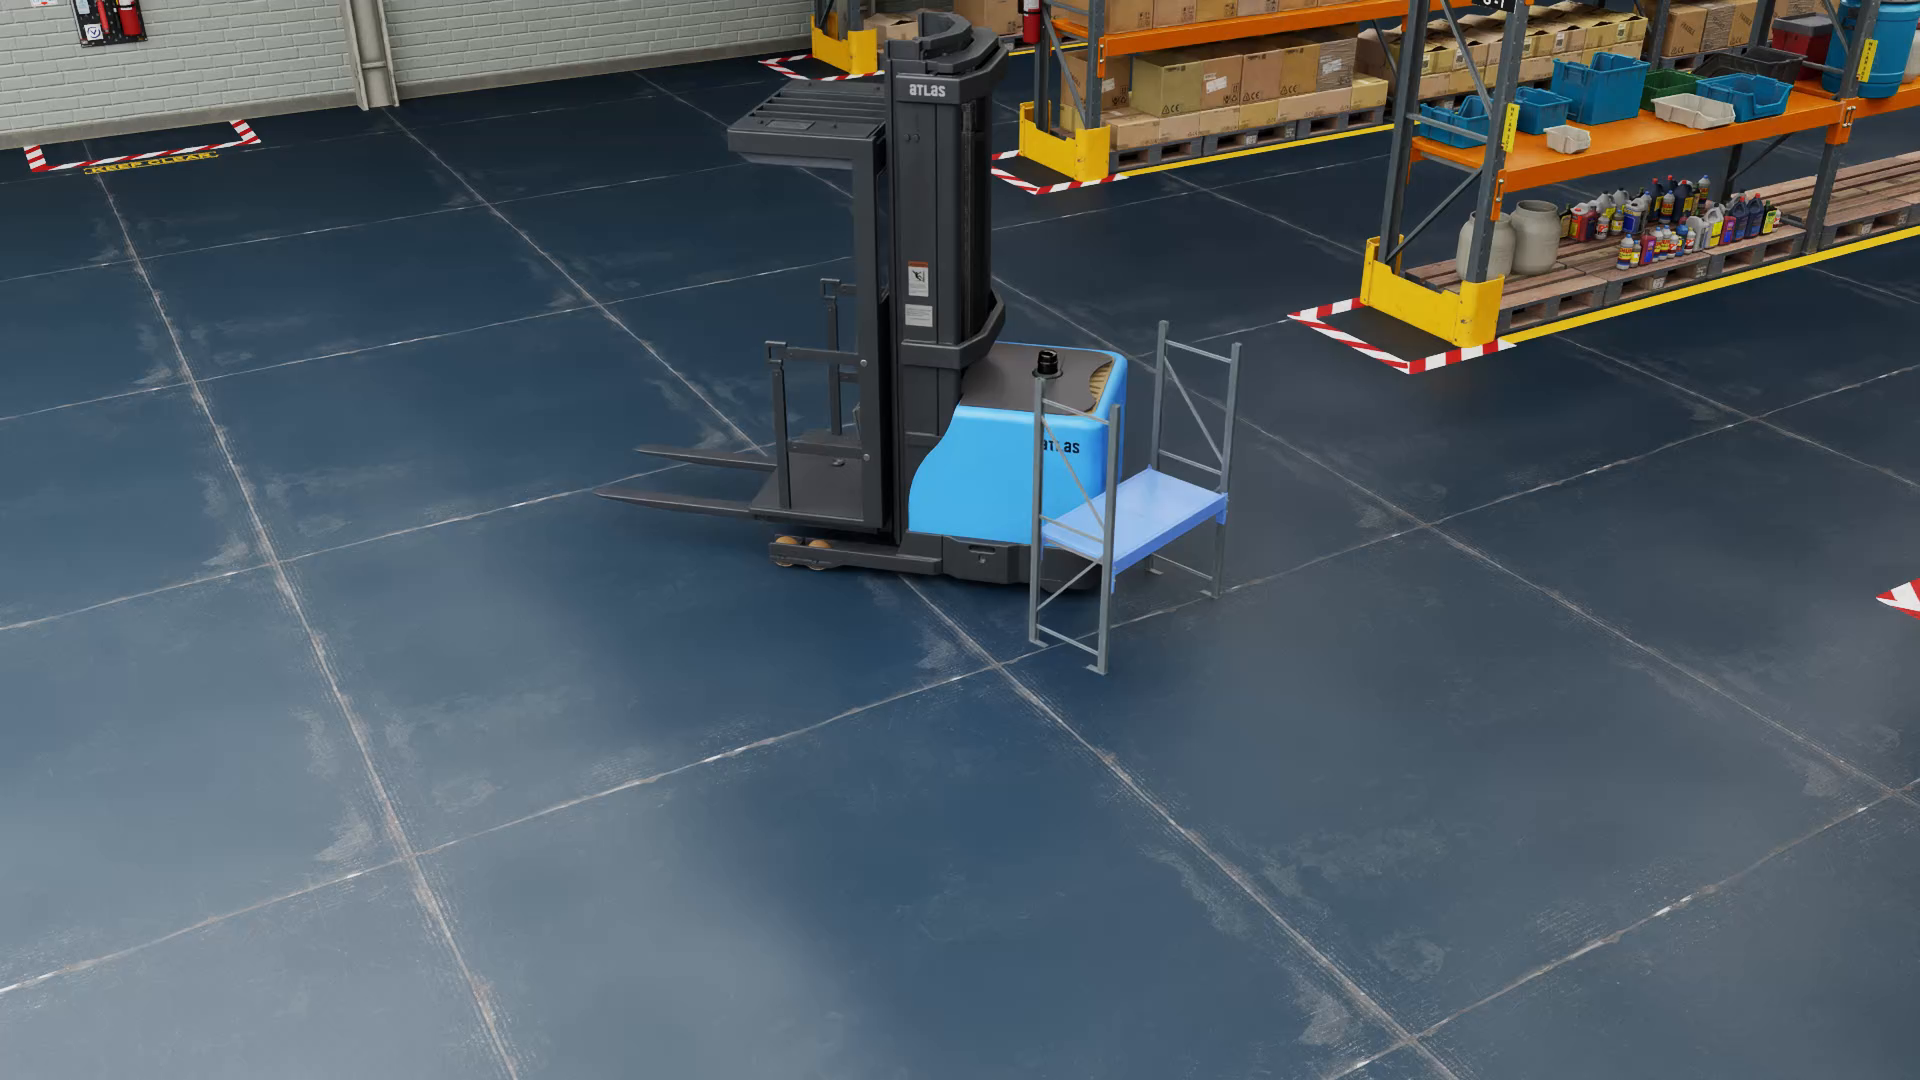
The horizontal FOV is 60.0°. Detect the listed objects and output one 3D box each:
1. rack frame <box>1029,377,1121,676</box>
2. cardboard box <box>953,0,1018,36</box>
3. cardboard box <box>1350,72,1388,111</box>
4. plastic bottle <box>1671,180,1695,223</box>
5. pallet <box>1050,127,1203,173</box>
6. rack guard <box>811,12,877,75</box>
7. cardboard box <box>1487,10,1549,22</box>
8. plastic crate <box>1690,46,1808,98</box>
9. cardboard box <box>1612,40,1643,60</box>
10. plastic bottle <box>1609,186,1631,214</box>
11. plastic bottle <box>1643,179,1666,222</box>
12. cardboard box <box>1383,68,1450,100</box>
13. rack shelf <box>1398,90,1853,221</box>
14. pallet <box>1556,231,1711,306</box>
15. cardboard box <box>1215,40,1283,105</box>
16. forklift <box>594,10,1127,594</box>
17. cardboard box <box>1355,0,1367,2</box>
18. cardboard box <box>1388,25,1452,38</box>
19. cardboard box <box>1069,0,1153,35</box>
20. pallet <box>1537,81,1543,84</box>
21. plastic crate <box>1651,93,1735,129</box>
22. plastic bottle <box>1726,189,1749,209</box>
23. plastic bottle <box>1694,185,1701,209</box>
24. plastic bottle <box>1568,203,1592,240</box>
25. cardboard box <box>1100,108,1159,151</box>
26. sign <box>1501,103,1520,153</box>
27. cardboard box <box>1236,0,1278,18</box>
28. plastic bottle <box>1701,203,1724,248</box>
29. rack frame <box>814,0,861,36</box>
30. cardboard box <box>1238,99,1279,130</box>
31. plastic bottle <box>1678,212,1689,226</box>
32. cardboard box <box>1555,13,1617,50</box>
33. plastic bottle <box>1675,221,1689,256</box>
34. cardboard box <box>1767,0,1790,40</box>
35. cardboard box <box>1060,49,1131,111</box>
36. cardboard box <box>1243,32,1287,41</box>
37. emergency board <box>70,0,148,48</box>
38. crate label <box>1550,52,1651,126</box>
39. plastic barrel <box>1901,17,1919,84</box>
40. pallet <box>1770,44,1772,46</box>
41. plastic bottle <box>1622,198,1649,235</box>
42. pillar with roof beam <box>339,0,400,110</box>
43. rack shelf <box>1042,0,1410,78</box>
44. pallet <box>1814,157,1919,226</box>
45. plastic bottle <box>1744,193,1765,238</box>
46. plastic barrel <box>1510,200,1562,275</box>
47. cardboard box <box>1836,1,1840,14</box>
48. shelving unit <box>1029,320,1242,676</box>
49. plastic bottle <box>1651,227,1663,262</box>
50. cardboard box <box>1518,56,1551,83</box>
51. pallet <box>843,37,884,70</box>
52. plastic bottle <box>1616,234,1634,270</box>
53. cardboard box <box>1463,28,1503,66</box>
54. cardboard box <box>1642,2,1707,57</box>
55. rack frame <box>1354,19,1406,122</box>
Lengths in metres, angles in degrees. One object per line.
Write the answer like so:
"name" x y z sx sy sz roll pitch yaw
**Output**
"rack frame" 0.559 -0.049 8.286 0.500 1.500 0.032 24 37 36
"cardboard box" 0.317 -6.627 20.786 0.500 0.500 0.700 -18 34 -29
"cardboard box" 4.198 -4.791 17.737 0.500 0.250 0.500 -16 33 -26
"plastic bottle" 6.160 -2.899 14.184 0.185 0.351 0.144 -16 33 -26
"pallet" 1.677 -4.020 16.815 1.213 0.211 1.003 -16 33 -26
"rack guard" -1.409 -6.023 20.146 0.348 0.500 1.175 -16 33 -26
"cardboard box" 6.446 -5.958 19.272 0.500 0.311 0.500 -17 33 -28
"plastic crate" 6.478 -3.848 13.683 0.504 0.338 0.767 -16 33 -26
"cardboard box" 7.606 -5.744 19.465 0.500 0.250 0.500 -15 32 -25
"plastic bottle" 5.558 -2.809 14.021 0.185 0.351 0.144 -16 33 -27
"plastic bottle" 5.925 -2.913 14.210 0.185 0.351 0.144 -17 33 -28
"cardboard box" 4.960 -4.991 18.100 0.500 0.250 0.500 -17 33 -27
"rack shelf" 5.269 -3.146 13.091 4.000 0.370 1.077 -16 33 -26
"pallet" 5.340 -2.282 13.667 1.213 0.211 1.003 -16 33 -26
"cardboard box" 2.908 -4.749 16.886 0.500 0.500 0.500 -16 33 -26
"forklift" -0.608 -1.352 9.166 3.031 2.935 1.130 6 30 11
"cardboard box" 4.108 -5.948 17.319 0.500 0.500 0.700 -17 33 -28
"cardboard box" 5.137 -5.589 18.604 0.500 0.311 0.500 -15 32 -25
"cardboard box" 1.448 -5.189 15.944 0.500 0.500 0.700 -16 33 -26
"pallet" 7.206 -5.588 19.657 1.213 0.211 1.003 -16 33 -26
"plastic crate" 5.722 -3.332 12.957 0.437 0.136 0.530 -16 33 -26
"plastic bottle" 6.511 -2.766 13.944 0.185 0.351 0.144 -16 33 -26
"plastic bottle" 6.409 -2.998 14.519 0.097 0.201 0.097 0 29 0
"plastic bottle" 5.137 -2.654 13.818 0.135 0.276 0.152 -16 33 -26
"cardboard box" 1.614 -4.055 16.404 0.500 0.250 0.500 -16 33 -26
"sign" 3.820 -2.863 11.546 0.005 0.325 0.100 -16 33 -26
"cardboard box" 2.781 -5.569 16.633 0.500 0.500 0.700 -15 32 -25
"plastic bottle" 6.140 -2.580 13.606 0.185 0.351 0.144 -16 33 -27
"rack frame" -1.474 -7.099 19.508 0.127 3.000 1.000 -16 33 -26
"cardboard box" 2.908 -4.421 17.068 0.500 0.250 0.500 -16 33 -26
"plastic bottle" 5.944 -2.556 13.634 0.133 0.283 0.061 -16 33 -26
"cardboard box" 7.164 -5.859 19.093 0.500 0.311 0.500 -16 33 -27
"plastic bottle" 5.822 -2.442 13.438 0.097 0.271 0.097 0 29 0
"cardboard box" 9.804 -6.466 20.494 0.500 0.500 0.500 -17 33 -28
"cardboard box" 1.350 -4.600 16.615 0.500 0.500 0.500 -16 33 -26
"cardboard box" 3.067 -5.095 17.514 0.500 0.500 0.500 -16 33 -26
"emergency board" -8.632 -5.573 16.743 0.643 1.169 0.194 -16 33 -26
"crate label" 4.995 -3.550 13.042 0.616 0.435 0.502 -16 33 -26
"plastic barrel" 7.929 -4.153 14.030 0.433 0.535 0.433 0 29 0
"pallet" 10.702 -6.538 21.378 1.213 0.211 1.003 -16 33 -26
"plastic bottle" 5.655 -2.720 13.938 0.135 0.276 0.152 -16 33 -26
"pillar with roof beam" -4.301 -6.995 13.111 0.400 9.000 9.100 -16 33 -26
"rack shelf" 2.763 -5.211 16.832 4.000 0.370 1.077 -16 33 -26
"pallet" 8.704 -3.239 15.400 1.213 0.211 1.003 -16 33 -26
"plastic bottle" 6.584 -2.706 13.835 0.185 0.351 0.144 -17 33 -28
"plastic barrel" 4.506 -2.382 13.102 0.421 0.512 0.421 0 29 0
"cardboard box" 11.104 -6.831 21.156 0.500 0.500 0.500 -16 33 -27
"shelving unit" 0.899 -0.231 8.617 0.538 1.500 1.048 24 37 36
"plastic bottle" 5.561 -2.368 13.304 0.097 0.271 0.097 0 29 0
"cardboard box" 6.286 -5.367 18.782 0.500 0.250 0.500 -15 32 -25
"pallet" -0.690 -6.081 20.550 1.213 0.211 1.003 -16 33 -26
"plastic bottle" 5.266 -2.284 13.152 0.097 0.271 0.097 0 29 0
"cardboard box" 5.850 -5.486 18.416 0.500 0.311 0.500 -17 33 -28
"cardboard box" 8.473 -6.085 19.803 0.500 0.500 0.500 -14 32 -24
"rack frame" 4.487 -6.015 17.545 0.127 3.000 1.000 -16 33 -26
